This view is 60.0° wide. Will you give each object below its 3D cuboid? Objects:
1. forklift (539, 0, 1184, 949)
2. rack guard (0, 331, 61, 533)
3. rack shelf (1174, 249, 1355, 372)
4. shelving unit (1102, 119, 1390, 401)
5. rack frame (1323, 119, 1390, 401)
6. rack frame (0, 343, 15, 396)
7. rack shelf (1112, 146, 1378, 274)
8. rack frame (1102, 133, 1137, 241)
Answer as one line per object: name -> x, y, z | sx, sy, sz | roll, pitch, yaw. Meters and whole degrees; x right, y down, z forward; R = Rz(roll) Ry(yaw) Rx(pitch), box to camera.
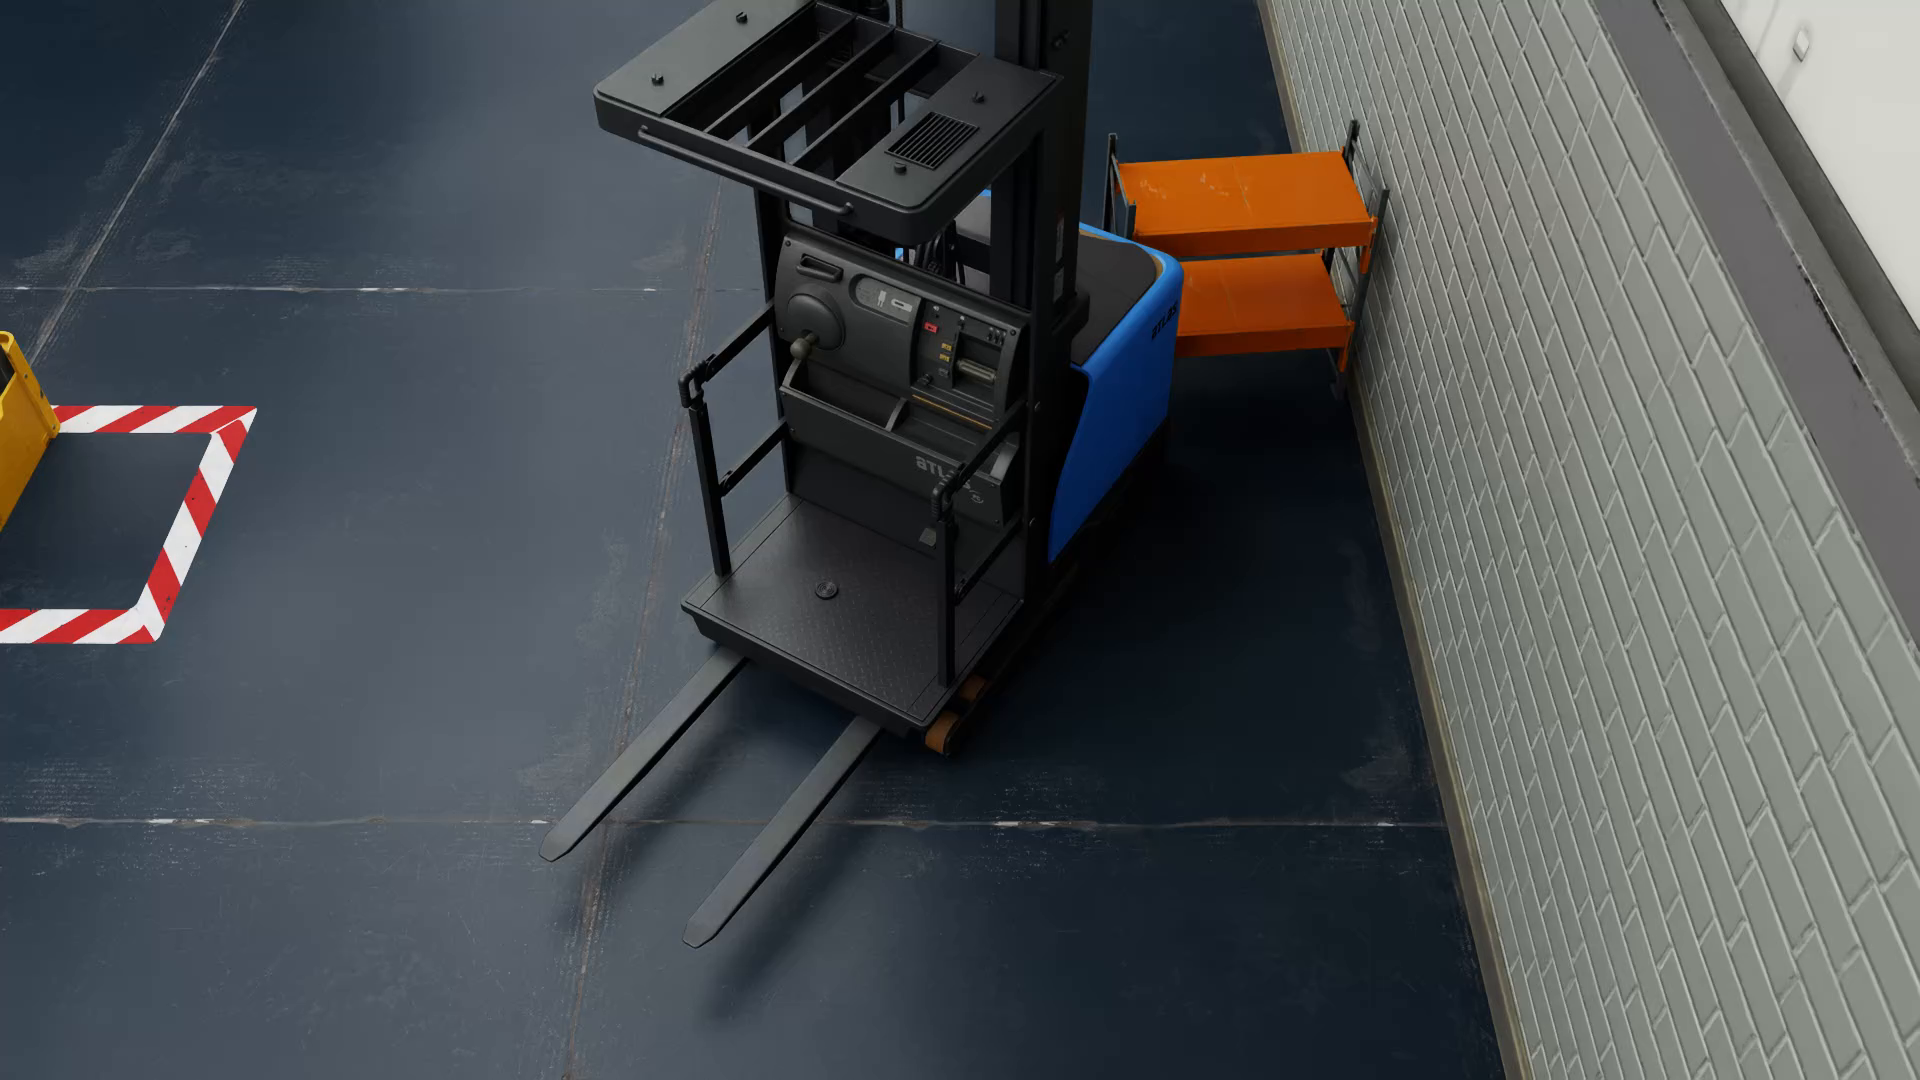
forklift -> -0.328, -0.611, 5.397 | 1.130, 2.935, 3.031 | 24, 52, 21
rack guard -> -4.115, -0.276, 6.746 | 0.348, 0.500, 1.175 | 0, 47, 0
rack shelf -> 1.159, -0.981, 7.310 | 1.000, 0.278, 0.538 | -4, 47, -4
shelving unit -> 1.159, -1.148, 7.131 | 1.048, 1.125, 0.538 | -4, 47, -4
rack frame -> 1.665, -1.185, 7.165 | 0.032, 1.125, 0.500 | -4, 47, -4
rack frame -> -4.039, -1.127, 5.831 | 0.127, 3.000, 1.000 | 0, 47, 0
rack shelf -> 1.159, -1.347, 6.916 | 1.000, 0.278, 0.538 | -4, 47, -4
rack frame -> 0.653, -1.111, 7.096 | 0.032, 1.125, 0.500 | -4, 47, -4
